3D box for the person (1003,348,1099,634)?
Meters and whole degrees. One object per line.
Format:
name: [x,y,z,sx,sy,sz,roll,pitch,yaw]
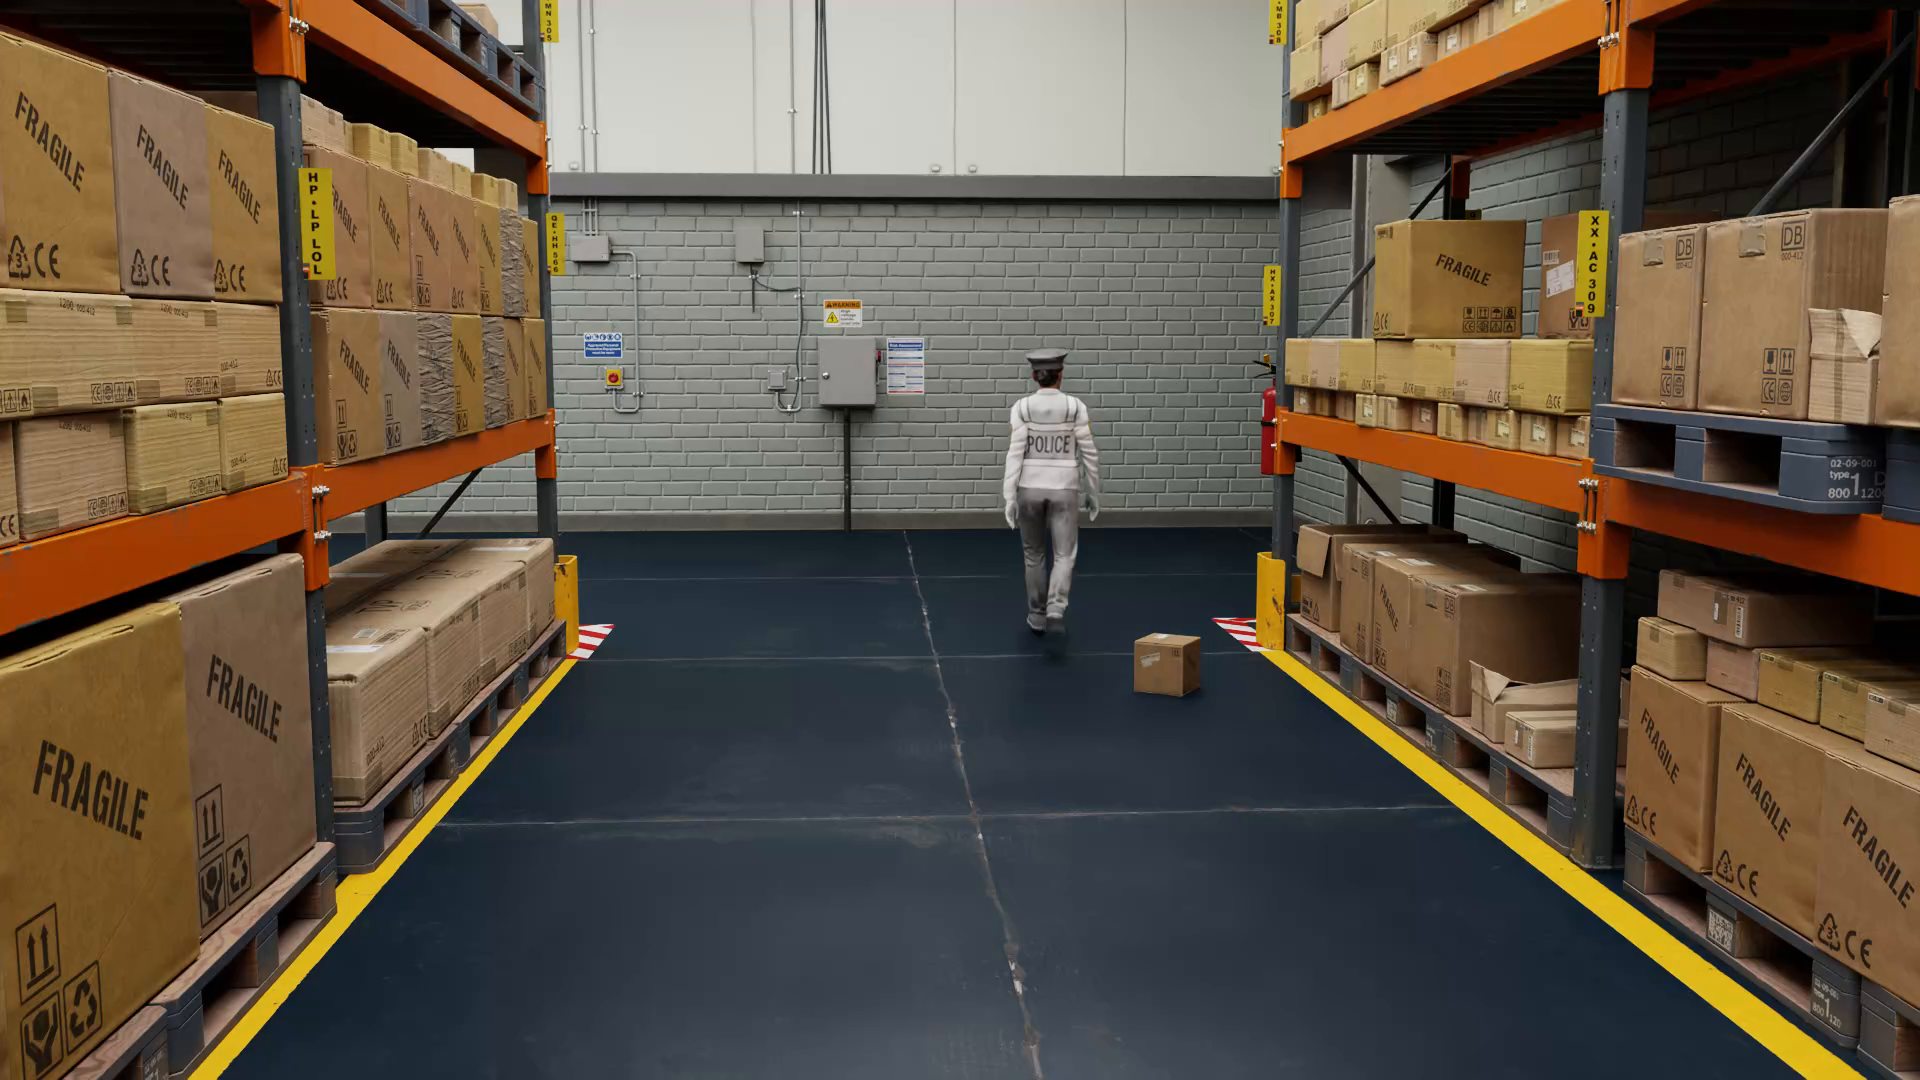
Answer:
person: [0.510,-0.256,9.293,0.527,1.621,0.944,1,7,6]
